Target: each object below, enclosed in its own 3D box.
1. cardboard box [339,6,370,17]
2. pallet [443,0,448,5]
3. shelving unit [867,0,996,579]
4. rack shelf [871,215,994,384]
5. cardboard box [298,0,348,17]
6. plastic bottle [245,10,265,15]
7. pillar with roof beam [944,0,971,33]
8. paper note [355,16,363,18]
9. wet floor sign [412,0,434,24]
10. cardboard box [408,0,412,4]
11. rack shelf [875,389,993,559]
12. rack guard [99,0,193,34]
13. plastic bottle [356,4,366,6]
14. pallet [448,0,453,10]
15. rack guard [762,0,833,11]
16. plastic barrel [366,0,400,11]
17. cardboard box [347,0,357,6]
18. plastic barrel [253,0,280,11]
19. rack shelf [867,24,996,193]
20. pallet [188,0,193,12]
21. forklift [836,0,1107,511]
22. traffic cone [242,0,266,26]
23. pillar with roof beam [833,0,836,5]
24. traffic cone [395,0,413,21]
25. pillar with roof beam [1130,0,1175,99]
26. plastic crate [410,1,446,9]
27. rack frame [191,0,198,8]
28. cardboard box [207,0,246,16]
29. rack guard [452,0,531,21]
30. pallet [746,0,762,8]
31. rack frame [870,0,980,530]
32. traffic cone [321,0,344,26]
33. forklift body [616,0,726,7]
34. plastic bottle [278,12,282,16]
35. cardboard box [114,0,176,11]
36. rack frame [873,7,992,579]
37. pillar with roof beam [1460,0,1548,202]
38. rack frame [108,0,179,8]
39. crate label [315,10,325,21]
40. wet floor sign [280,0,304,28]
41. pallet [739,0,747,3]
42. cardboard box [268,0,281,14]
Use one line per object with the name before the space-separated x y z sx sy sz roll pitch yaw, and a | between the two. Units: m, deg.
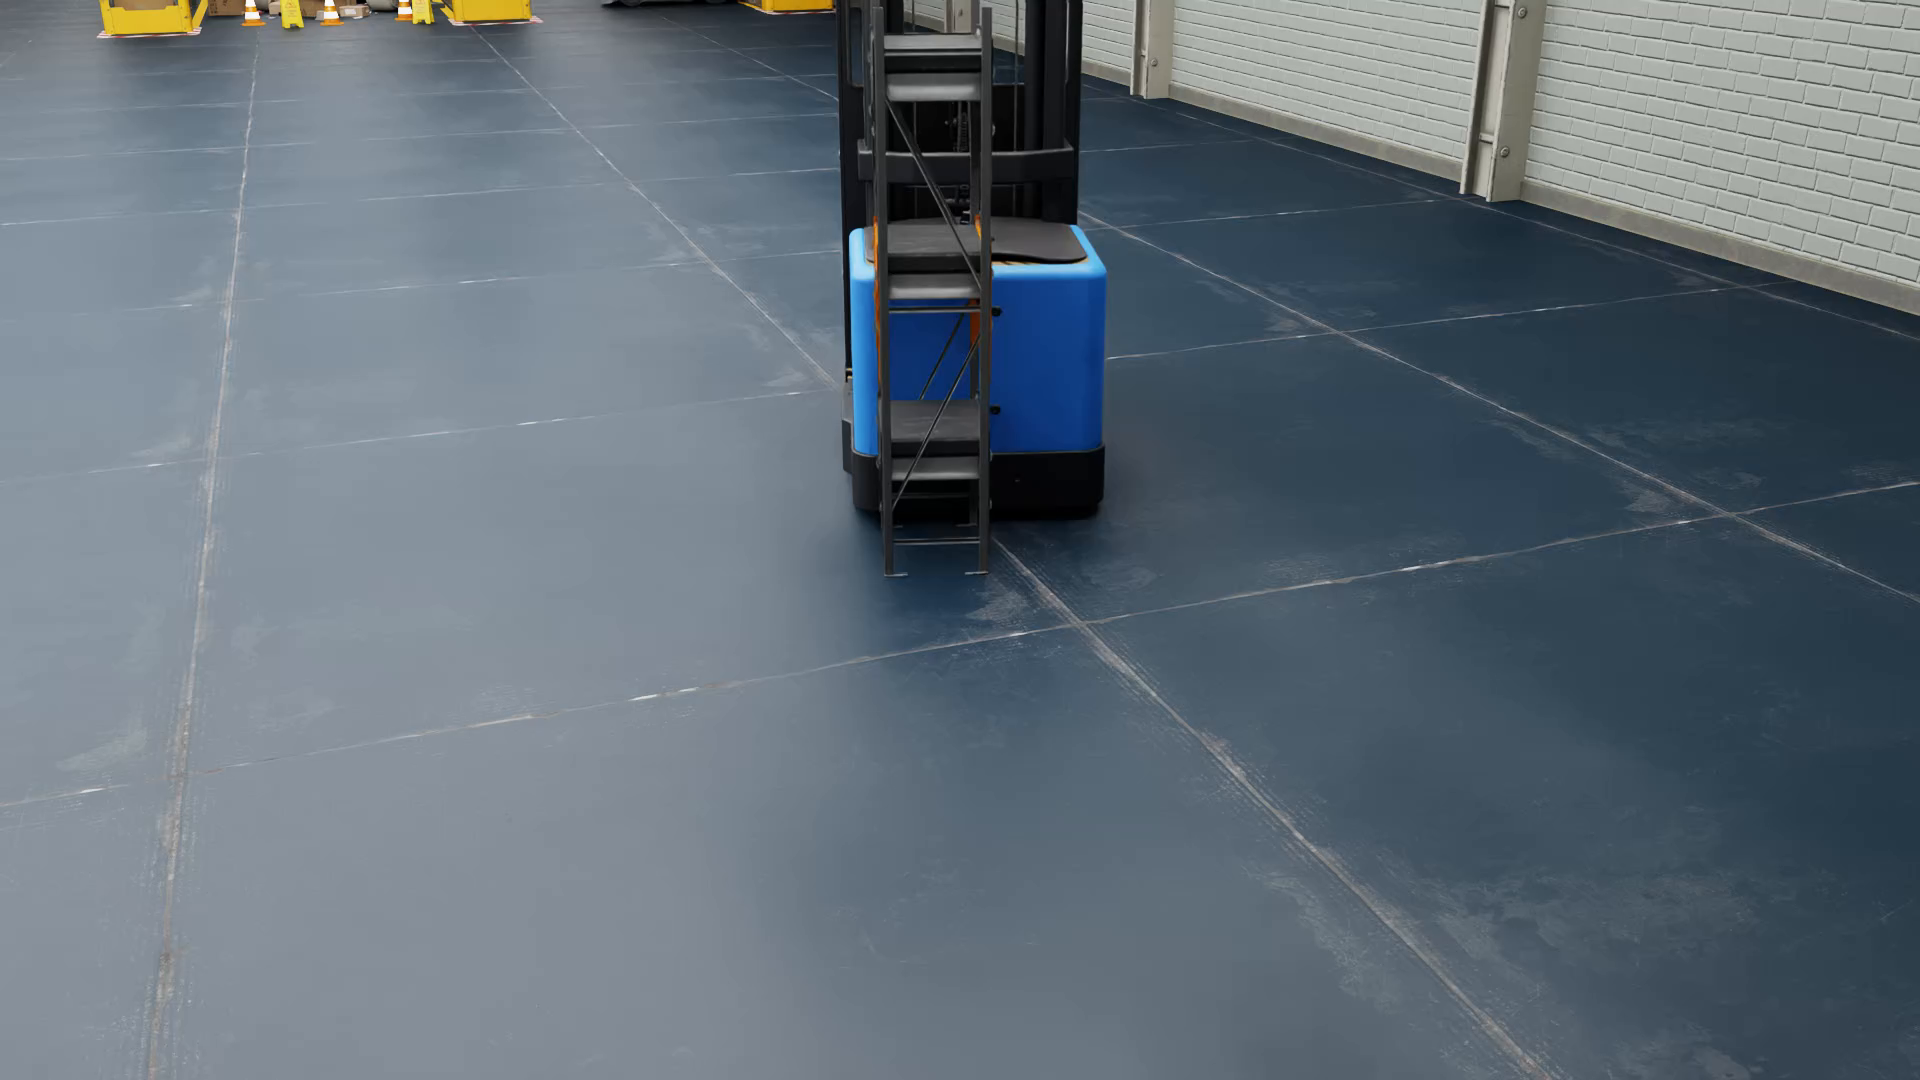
cardboard box | -9.722 -8.492 26.707 0.380 0.149 0.250 4 23 9
pallet | -8.512 -9.536 29.104 1.003 0.211 1.213 -8 24 -19
shelving unit | -0.109 -0.922 6.234 0.431 2.100 0.503 -2 23 -4
rack shelf | -0.109 -0.909 6.239 0.431 0.518 0.480 -2 23 -4
cardboard box | -10.358 -8.748 26.856 0.637 0.503 0.797 12 26 27
plastic bottle | -11.410 -8.532 26.913 0.283 0.061 0.133 -18 29 -37
pillar with roof beam | -4.037 -10.660 20.455 9.100 9.000 0.400 -8 24 -19
paper note | -9.565 -8.309 26.425 0.148 0.019 0.142 -18 29 -37
wet floor sign | -8.303 -8.306 25.627 0.267 0.644 0.232 0 23 -1
cardboard box | -9.677 -9.334 28.248 0.500 0.500 0.500 8 24 18
rack shelf | -0.108 -0.264 6.511 0.431 0.518 0.480 -2 23 -4
rack guard | -11.956 -7.731 24.448 1.175 0.500 0.348 -8 24 -19
plastic bottle | -10.081 -8.980 27.977 0.133 0.061 0.283 -4 23 -10
pallet | -8.077 -9.092 28.050 1.003 0.211 1.213 -8 24 -19
rack guard | -2.718 -9.129 27.765 1.175 0.500 0.348 -8 24 -19
plastic barrel | -9.515 -8.963 27.470 0.512 0.421 0.421 8 24 18
cardboard box | -10.502 -9.210 28.260 0.396 0.266 0.258 12 26 27
plastic barrel | -11.541 -8.956 27.453 0.512 0.421 0.421 8 24 18
rack shelf | -0.109 -1.555 5.967 0.431 0.518 0.480 -2 23 -4
pallet | -13.182 -8.773 27.292 1.003 0.211 1.213 -8 24 -19
forklift | -0.022 -2.001 7.723 1.130 2.935 3.031 -2 23 -4
traffic cone | -10.823 -8.110 25.396 0.336 0.463 0.334 -8 24 -19
pillar with roof beam | -6.157 -12.840 25.628 9.100 9.000 0.400 -8 24 -19
traffic cone | -8.728 -8.417 26.125 0.336 0.463 0.334 -8 24 -19
pillar with roof beam | -1.918 -8.480 15.283 9.100 9.000 0.400 -8 24 -19
plastic crate | -8.995 -9.032 28.076 0.402 0.080 0.583 -18 29 -37
rack frame | -13.377 -10.345 27.431 1.000 3.000 0.127 -8 24 -19
cardboard box | -11.869 -8.771 26.912 0.500 0.500 0.500 -4 23 -10
rack guard | -7.396 -8.483 26.232 1.175 0.500 0.348 -8 24 -19
pallet | -3.036 -9.277 28.488 1.003 0.211 1.213 -8 24 -19
rack frame | -0.126 -1.017 6.458 0.400 2.100 0.015 -2 23 -4
traffic cone | -9.646 -8.141 25.470 0.336 0.463 0.334 -8 24 -19
forklift body | -5.103 -10.337 28.506 2.313 2.155 1.214 -8 24 -19
plastic bottle | -10.871 -8.459 26.741 0.133 0.061 0.283 -18 29 -37
cardboard box | -12.266 -8.343 24.877 0.875 0.875 0.875 -8 24 -19
rack frame | -0.091 -0.828 6.010 0.400 2.100 0.015 -2 23 -4
pillar with roof beam | 0.202 -6.300 10.110 9.100 9.000 0.400 -8 24 -19
rack frame | -11.964 -8.891 23.983 1.000 3.000 0.127 -8 24 -19
crate label | -9.982 -8.268 26.191 0.298 0.136 0.250 18 29 36
wet floor sign | -10.102 -8.067 25.060 0.267 0.644 0.232 -13 26 -28
pallet | -3.463 -9.719 29.538 1.003 0.211 1.213 -8 24 -19
cardboard box | -11.047 -8.713 27.080 0.396 0.266 0.258 -4 23 -10
